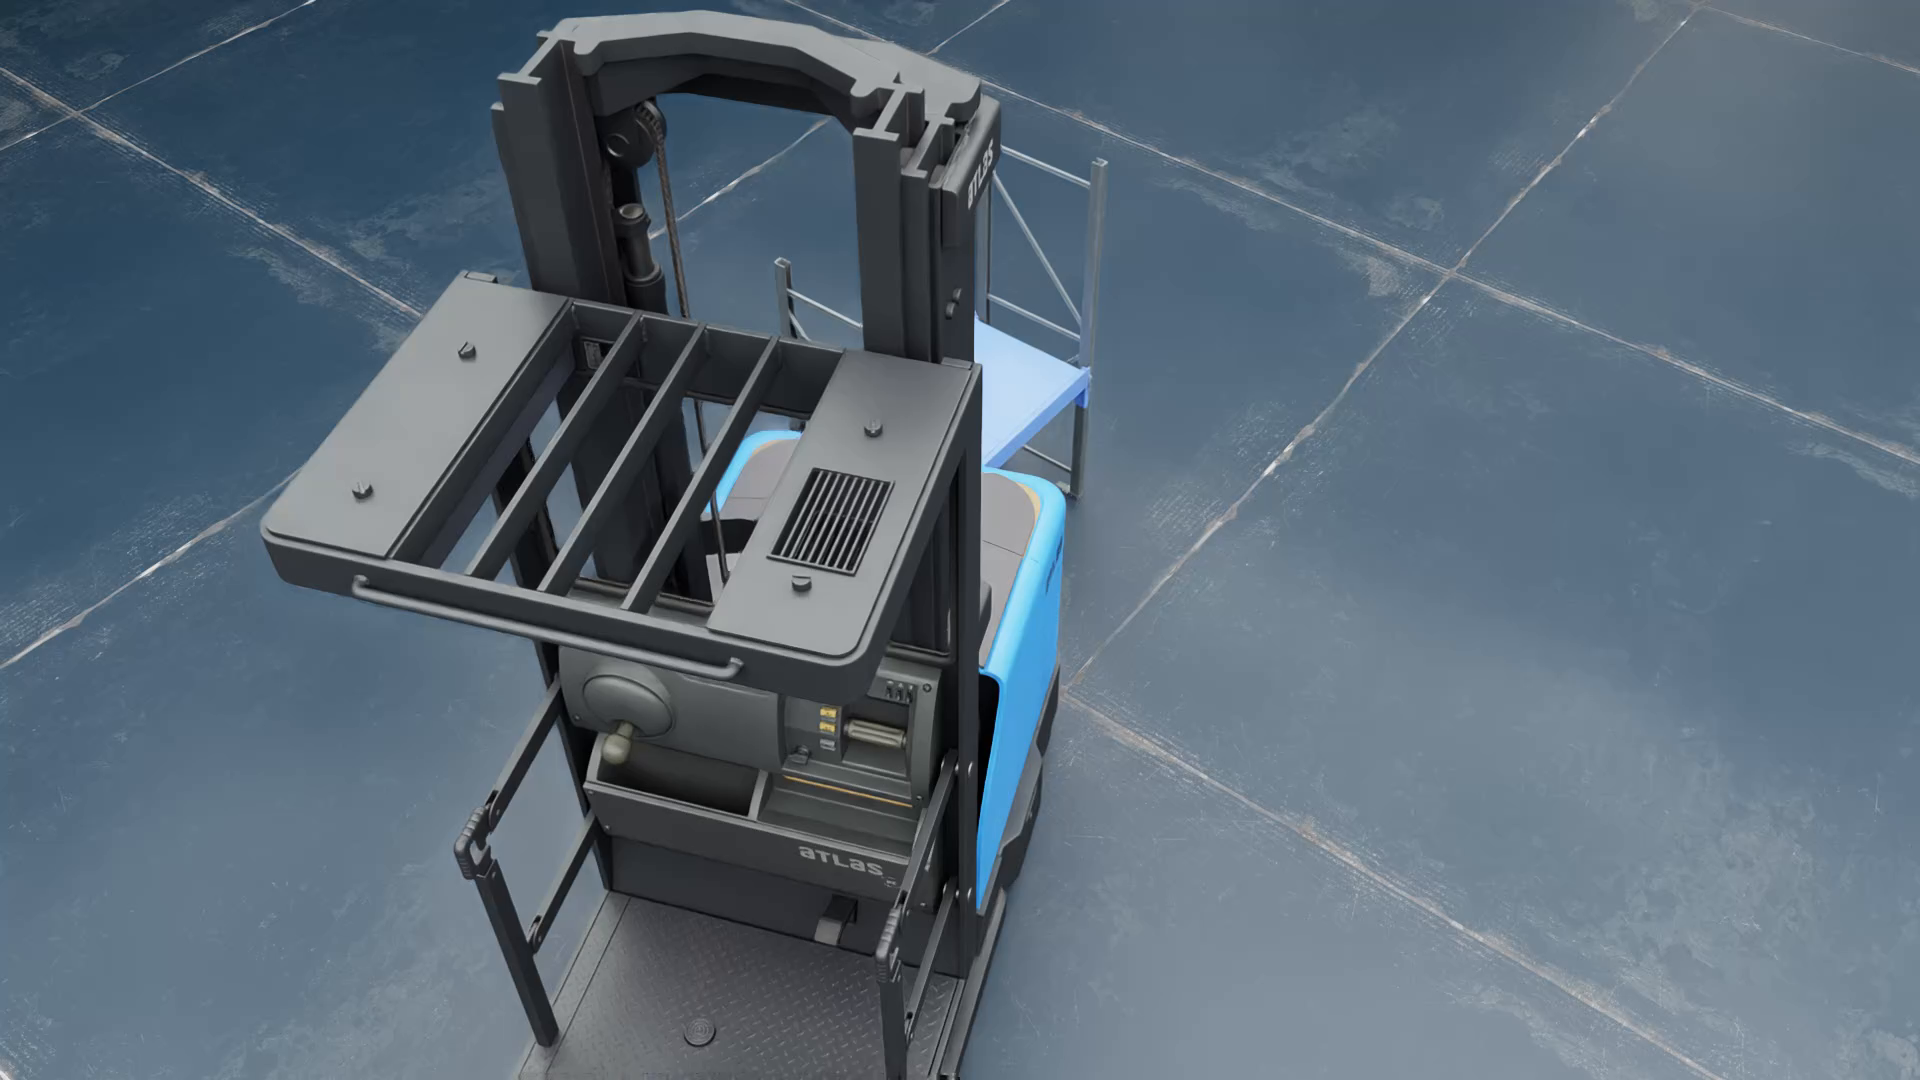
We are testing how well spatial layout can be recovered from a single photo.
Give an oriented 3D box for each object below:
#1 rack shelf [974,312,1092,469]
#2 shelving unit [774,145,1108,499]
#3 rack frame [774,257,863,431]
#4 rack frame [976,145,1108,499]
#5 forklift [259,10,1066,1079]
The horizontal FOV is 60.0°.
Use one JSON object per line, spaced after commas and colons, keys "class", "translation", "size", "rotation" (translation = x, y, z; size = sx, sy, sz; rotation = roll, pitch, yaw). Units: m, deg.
{"class": "rack shelf", "translation": [-0.041, -0.379, 5.824], "size": [0.538, 0.185, 1.000], "rotation": [29, 53, 25]}
{"class": "shelving unit", "translation": [-0.041, -0.503, 5.694], "size": [0.538, 1.500, 1.048], "rotation": [29, 53, 25]}
{"class": "rack frame", "translation": [-0.350, -0.211, 5.415], "size": [0.500, 1.500, 0.032], "rotation": [29, 53, 25]}
{"class": "rack frame", "translation": [0.268, -0.795, 5.972], "size": [0.500, 1.500, 0.032], "rotation": [29, 53, 25]}
{"class": "forklift", "translation": [-0.560, 0.486, 3.758], "size": [1.130, 2.935, 3.031], "rotation": [11, 47, 11]}
